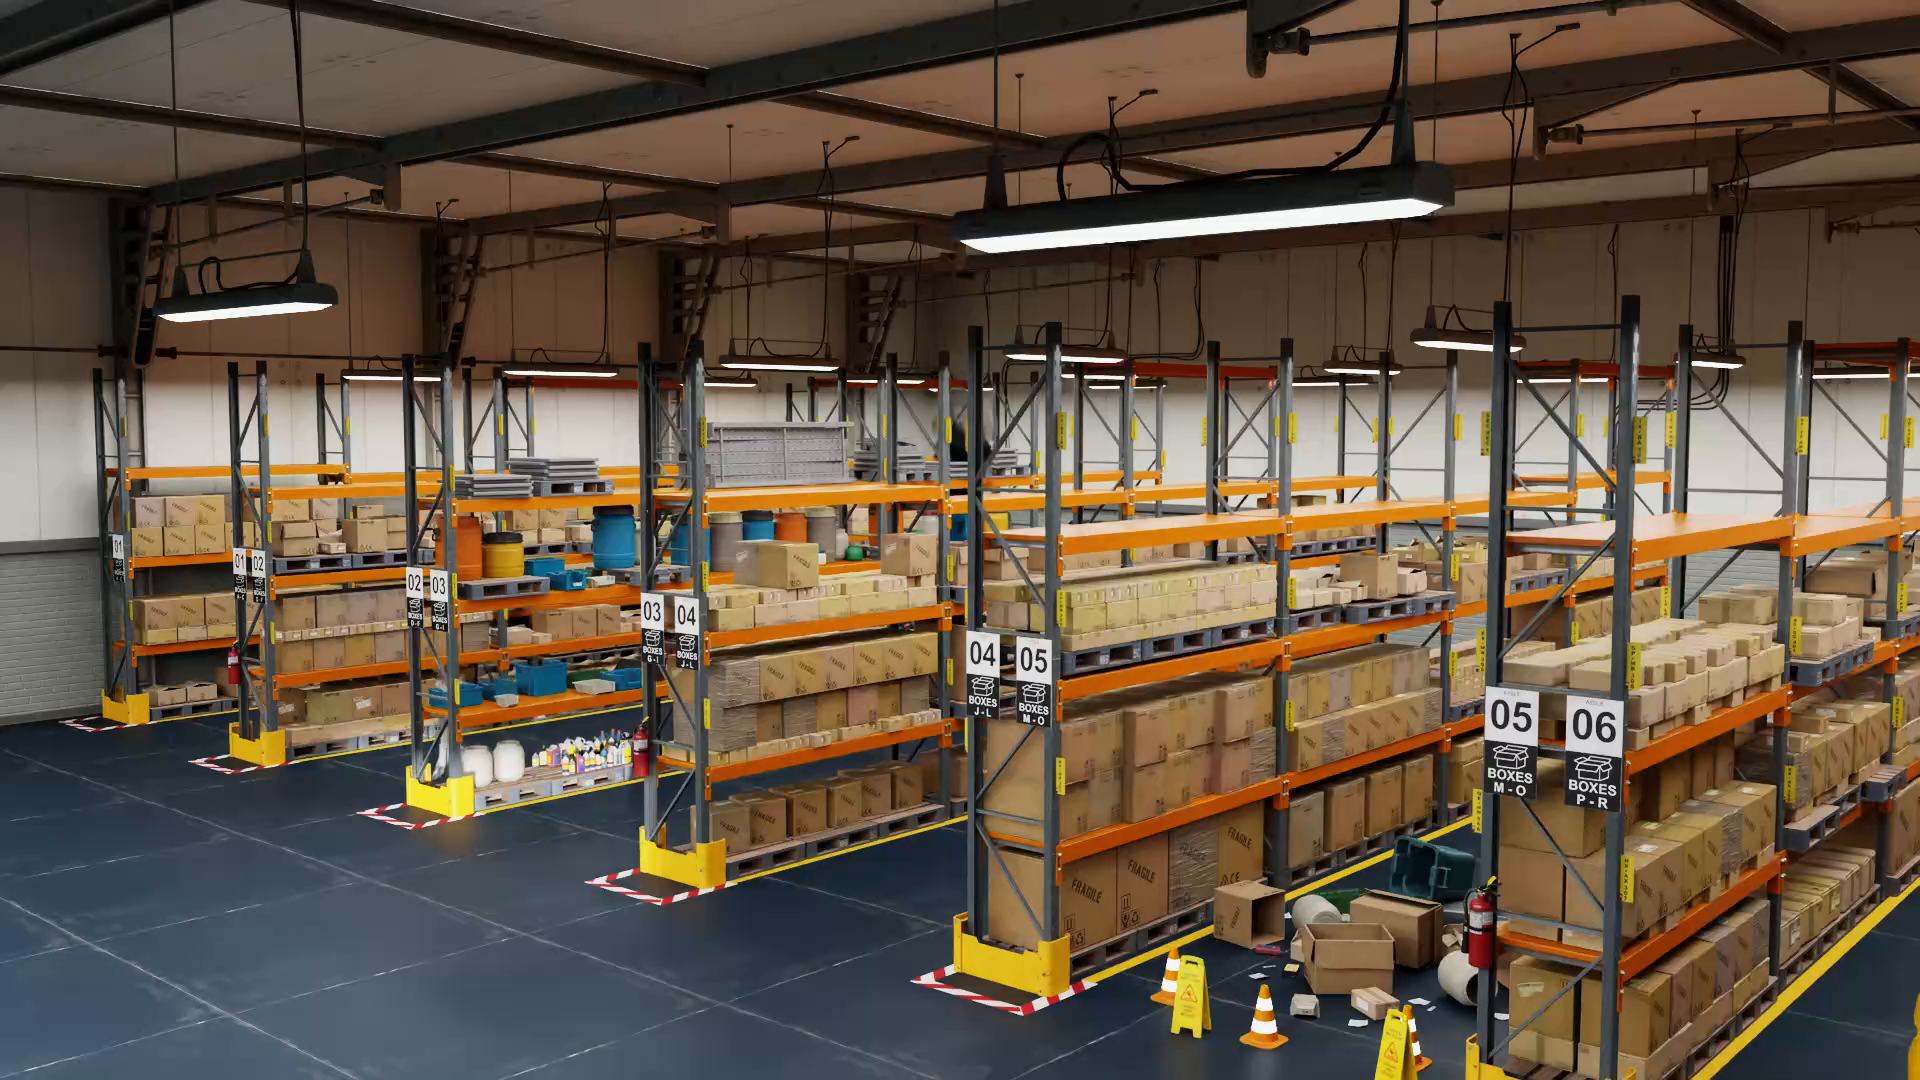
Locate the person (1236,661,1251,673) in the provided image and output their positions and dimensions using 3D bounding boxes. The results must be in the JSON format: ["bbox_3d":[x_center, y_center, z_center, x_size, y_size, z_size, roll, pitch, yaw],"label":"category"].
[{"bbox_3d":[4.163,2.529,24.369,0.552,1.733,0.827,4,6,43],"label":"person"}]

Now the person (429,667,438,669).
[{"bbox_3d":[-9.221,2.198,29.208,0.603,1.628,0.573,3,5,40],"label":"person"}]

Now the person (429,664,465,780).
[{"bbox_3d":[-7.393,2.595,24.048,0.561,1.618,0.783,3,5,32],"label":"person"}]
